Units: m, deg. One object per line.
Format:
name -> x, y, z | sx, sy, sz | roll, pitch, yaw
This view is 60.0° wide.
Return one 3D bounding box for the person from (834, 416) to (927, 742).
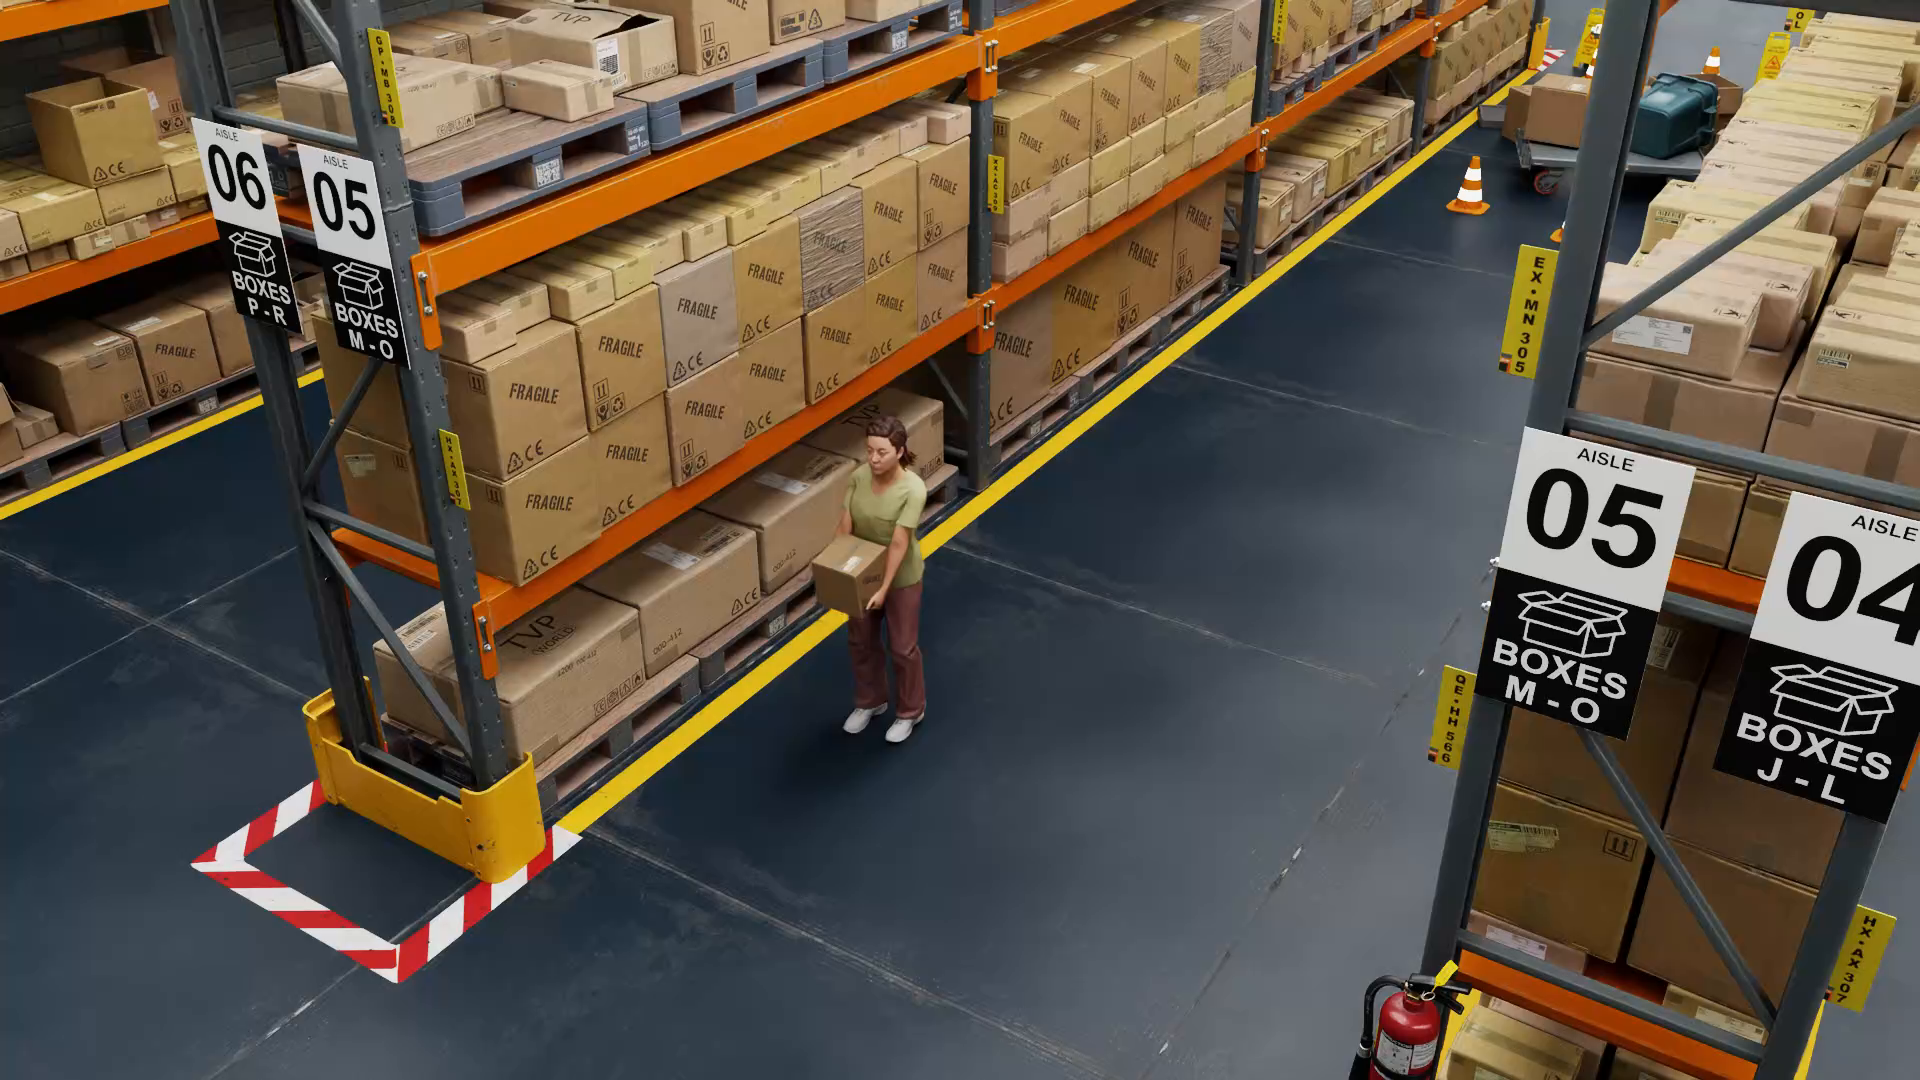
person -> -0.390, 0.215, 7.832 | 0.406, 1.669, 0.514 | 18, 35, 28
